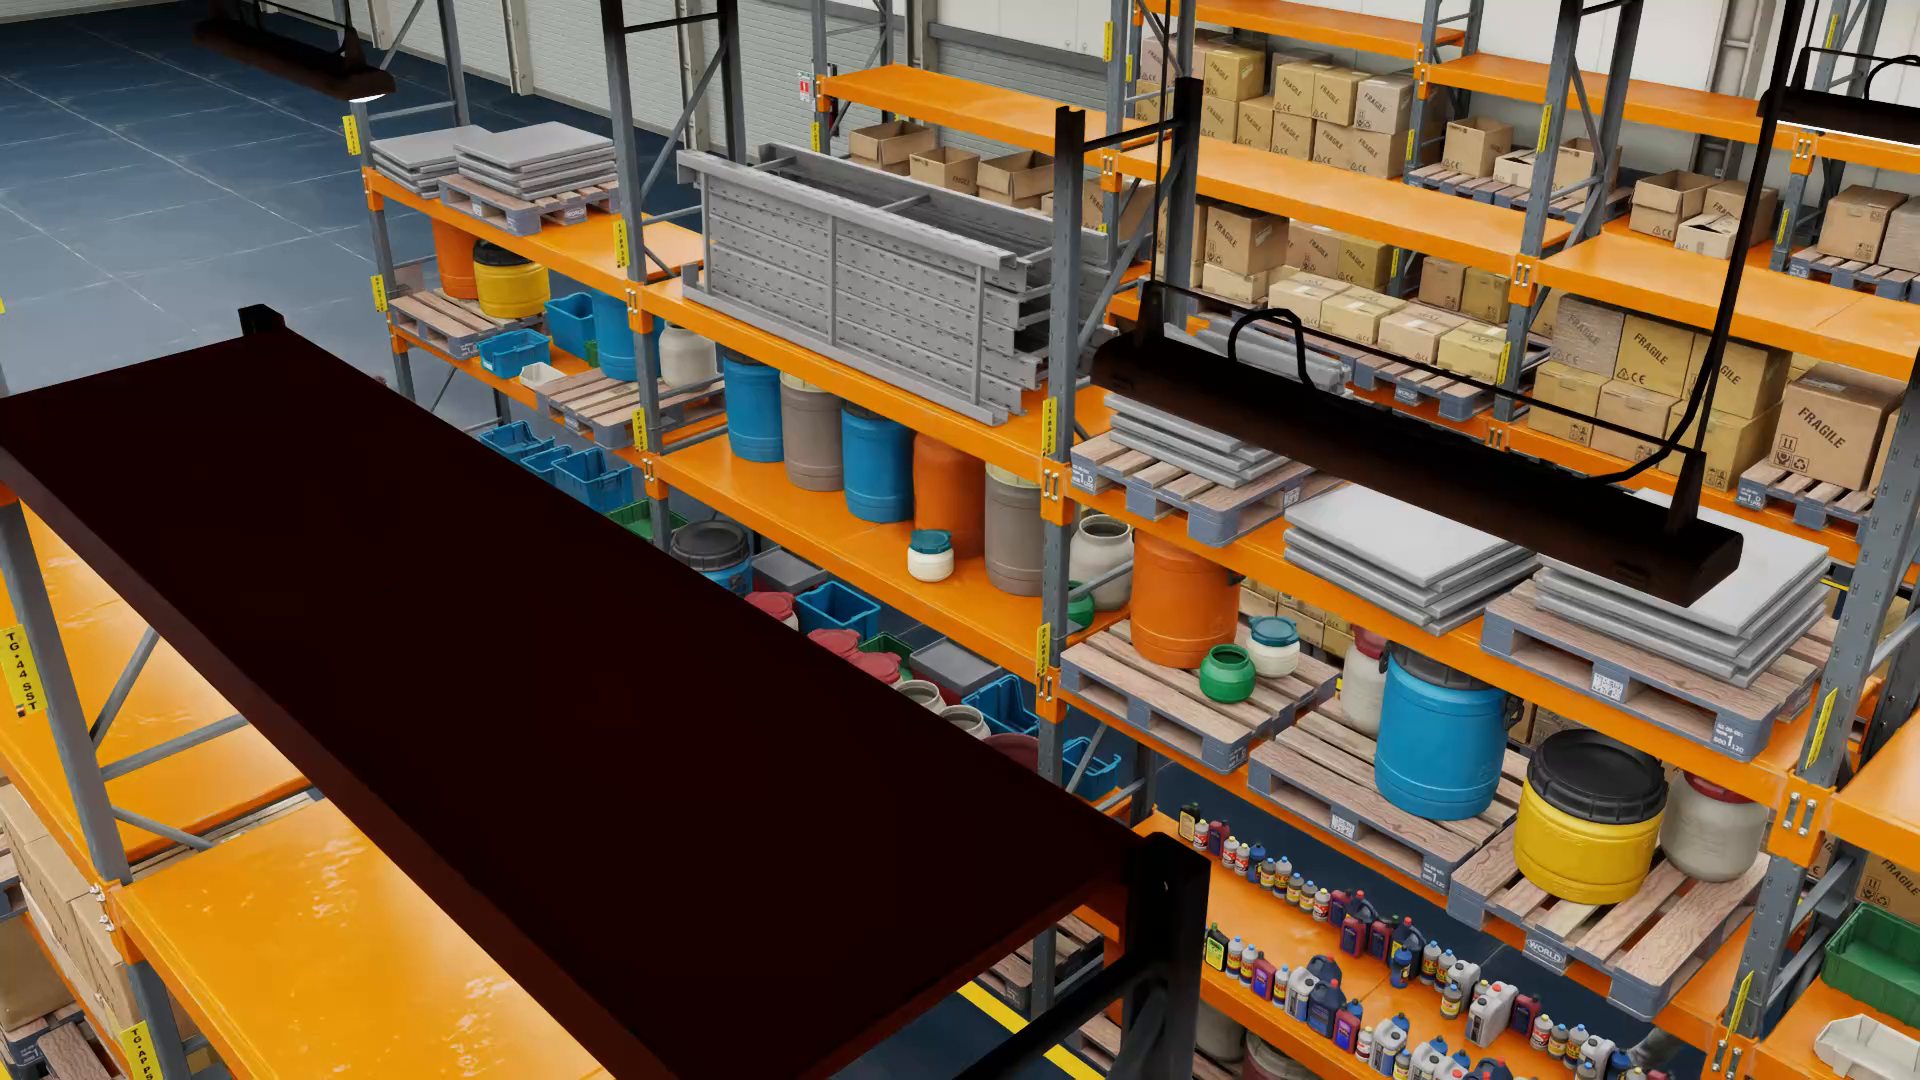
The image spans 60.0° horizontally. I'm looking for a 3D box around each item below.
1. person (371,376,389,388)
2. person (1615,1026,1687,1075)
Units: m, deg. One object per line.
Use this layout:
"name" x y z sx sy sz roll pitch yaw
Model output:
"person" -5.769 -0.872 16.750 0.477 1.646 0.859 12 30 21
"person" 4.521 2.682 9.990 0.562 1.703 1.077 -22 35 -35
